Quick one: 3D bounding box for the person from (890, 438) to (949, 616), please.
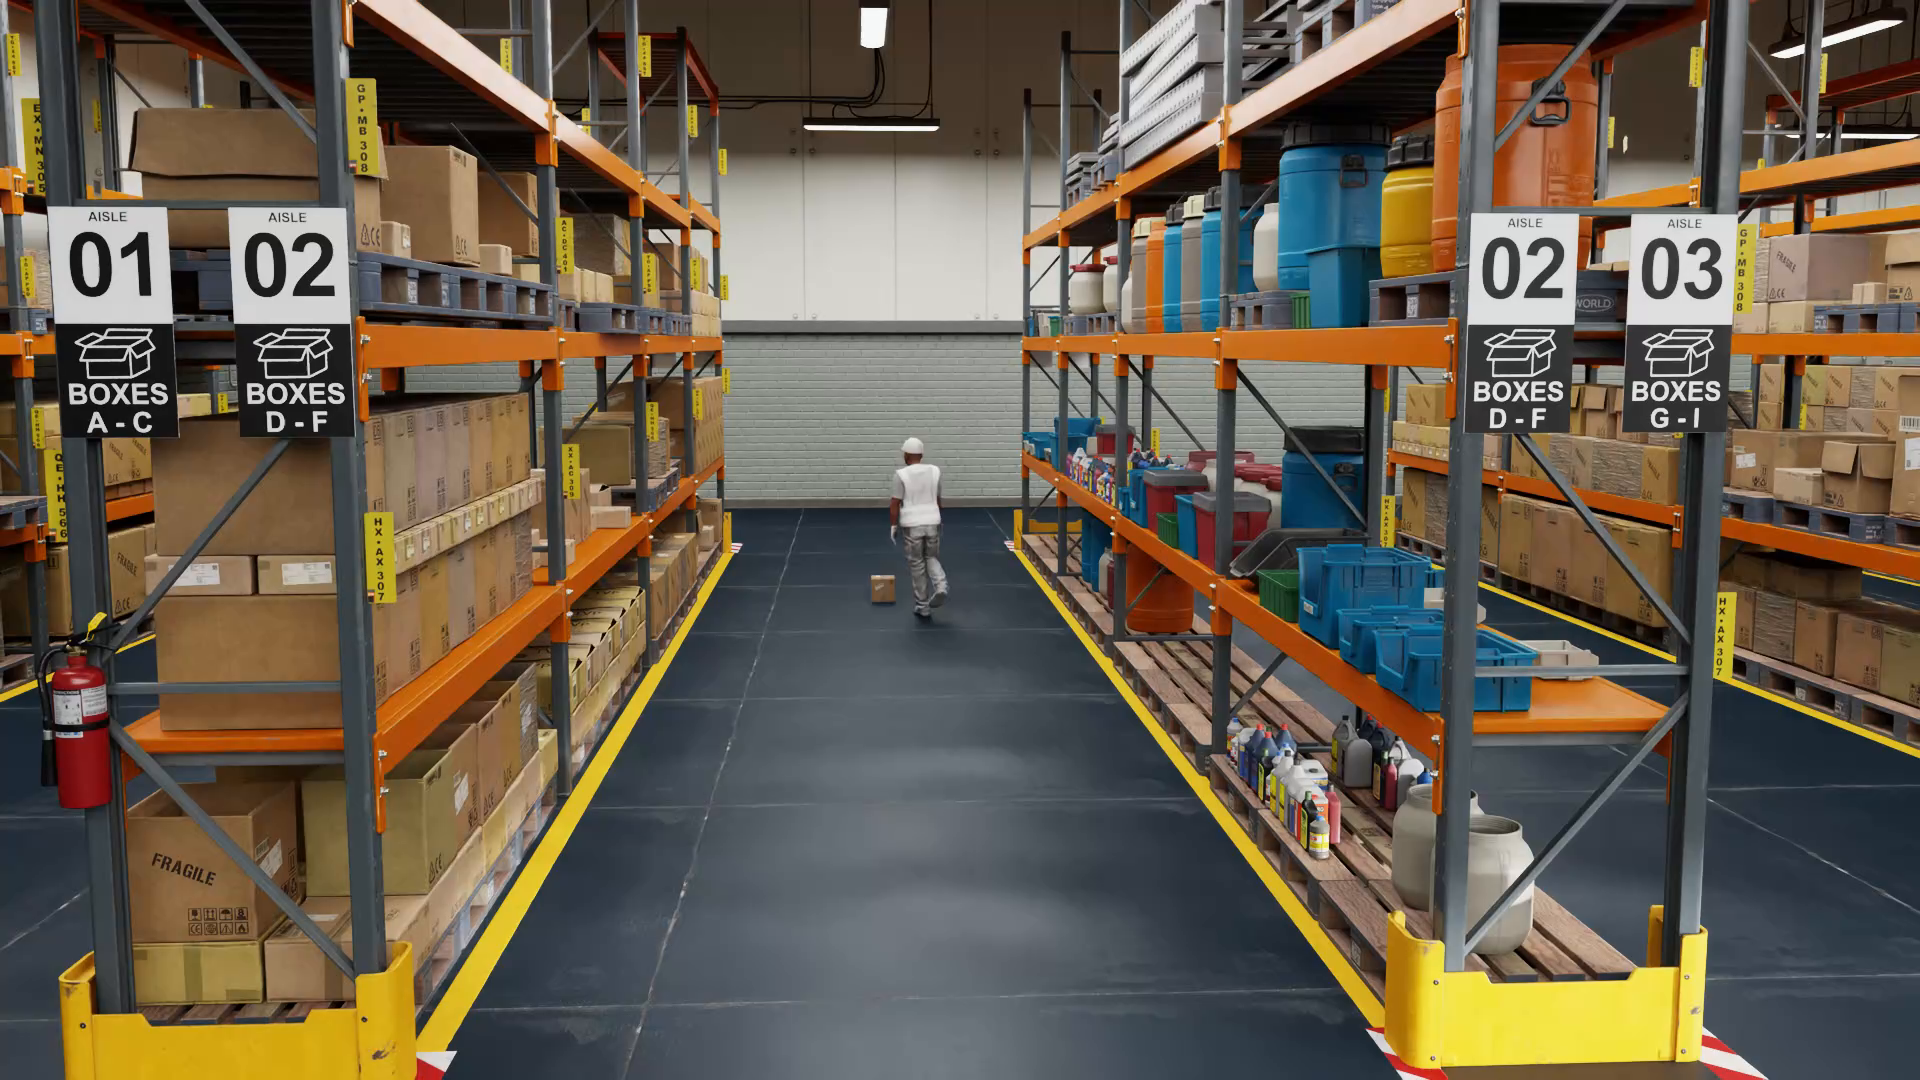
[{"bbox_3d":[-0.387,-0.127,16.593,0.609,1.780,0.553,-3,7,-25],"label":"person"}]
